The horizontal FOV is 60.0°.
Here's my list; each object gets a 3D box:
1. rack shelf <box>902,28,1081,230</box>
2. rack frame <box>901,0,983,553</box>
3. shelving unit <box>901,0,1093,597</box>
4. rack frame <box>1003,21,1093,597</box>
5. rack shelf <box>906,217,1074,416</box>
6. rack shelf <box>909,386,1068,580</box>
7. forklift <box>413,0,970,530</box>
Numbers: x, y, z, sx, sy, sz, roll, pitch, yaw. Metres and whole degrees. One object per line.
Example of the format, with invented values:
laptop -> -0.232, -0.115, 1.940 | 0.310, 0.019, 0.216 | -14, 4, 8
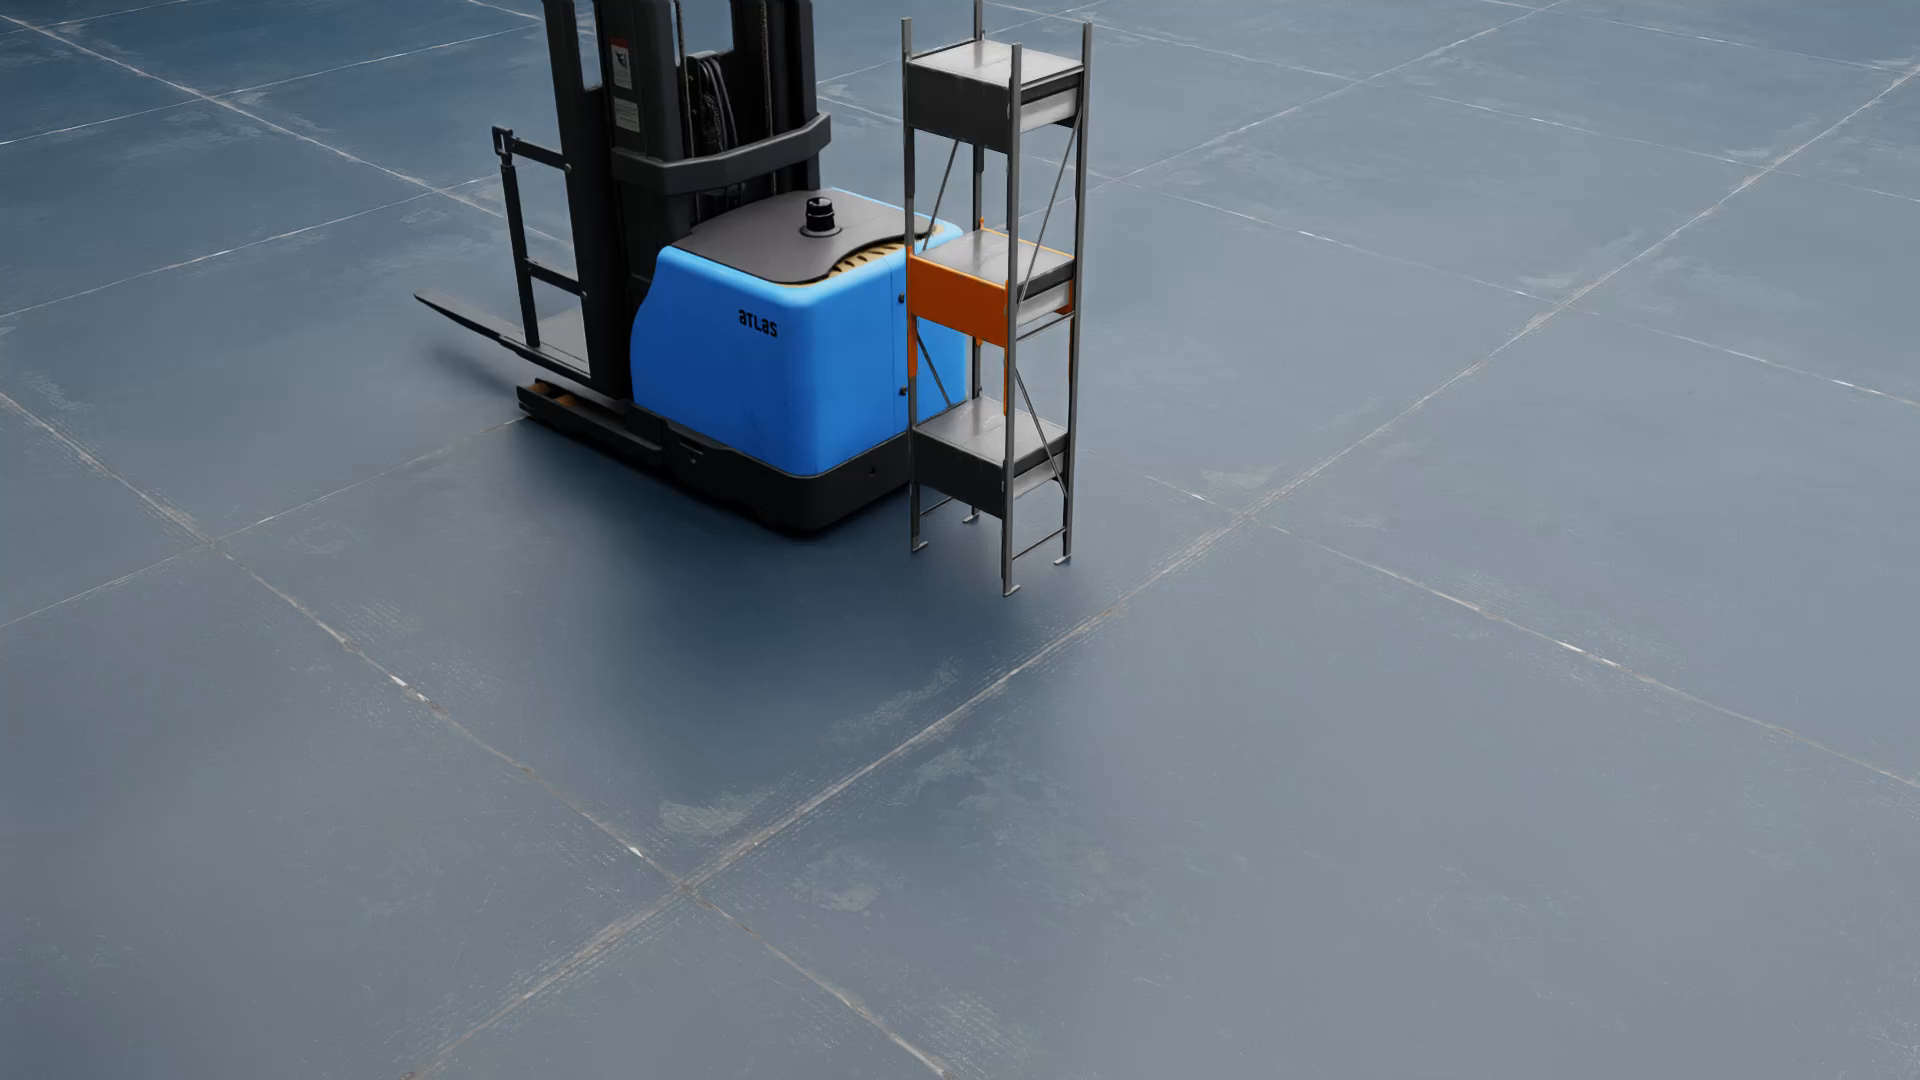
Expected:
rack shelf -> 0.123, -1.430, 5.759 | 0.480, 0.518, 0.431 | 25, 39, 35
rack frame -> -0.058, -0.927, 6.254 | 0.015, 2.100, 0.400 | 25, 39, 35
shelving unit -> 0.123, -0.842, 6.113 | 0.503, 2.100, 0.431 | 25, 39, 35
rack frame -> 0.304, -0.758, 5.973 | 0.015, 2.100, 0.400 | 25, 39, 35
rack shelf -> 0.123, -0.831, 6.120 | 0.480, 0.518, 0.431 | 25, 39, 35
rack shelf -> 0.123, -0.231, 6.481 | 0.480, 0.518, 0.431 | 25, 39, 35
forklift -> -1.401, -1.928, 7.111 | 3.031, 2.935, 1.130 | 24, 39, 34
